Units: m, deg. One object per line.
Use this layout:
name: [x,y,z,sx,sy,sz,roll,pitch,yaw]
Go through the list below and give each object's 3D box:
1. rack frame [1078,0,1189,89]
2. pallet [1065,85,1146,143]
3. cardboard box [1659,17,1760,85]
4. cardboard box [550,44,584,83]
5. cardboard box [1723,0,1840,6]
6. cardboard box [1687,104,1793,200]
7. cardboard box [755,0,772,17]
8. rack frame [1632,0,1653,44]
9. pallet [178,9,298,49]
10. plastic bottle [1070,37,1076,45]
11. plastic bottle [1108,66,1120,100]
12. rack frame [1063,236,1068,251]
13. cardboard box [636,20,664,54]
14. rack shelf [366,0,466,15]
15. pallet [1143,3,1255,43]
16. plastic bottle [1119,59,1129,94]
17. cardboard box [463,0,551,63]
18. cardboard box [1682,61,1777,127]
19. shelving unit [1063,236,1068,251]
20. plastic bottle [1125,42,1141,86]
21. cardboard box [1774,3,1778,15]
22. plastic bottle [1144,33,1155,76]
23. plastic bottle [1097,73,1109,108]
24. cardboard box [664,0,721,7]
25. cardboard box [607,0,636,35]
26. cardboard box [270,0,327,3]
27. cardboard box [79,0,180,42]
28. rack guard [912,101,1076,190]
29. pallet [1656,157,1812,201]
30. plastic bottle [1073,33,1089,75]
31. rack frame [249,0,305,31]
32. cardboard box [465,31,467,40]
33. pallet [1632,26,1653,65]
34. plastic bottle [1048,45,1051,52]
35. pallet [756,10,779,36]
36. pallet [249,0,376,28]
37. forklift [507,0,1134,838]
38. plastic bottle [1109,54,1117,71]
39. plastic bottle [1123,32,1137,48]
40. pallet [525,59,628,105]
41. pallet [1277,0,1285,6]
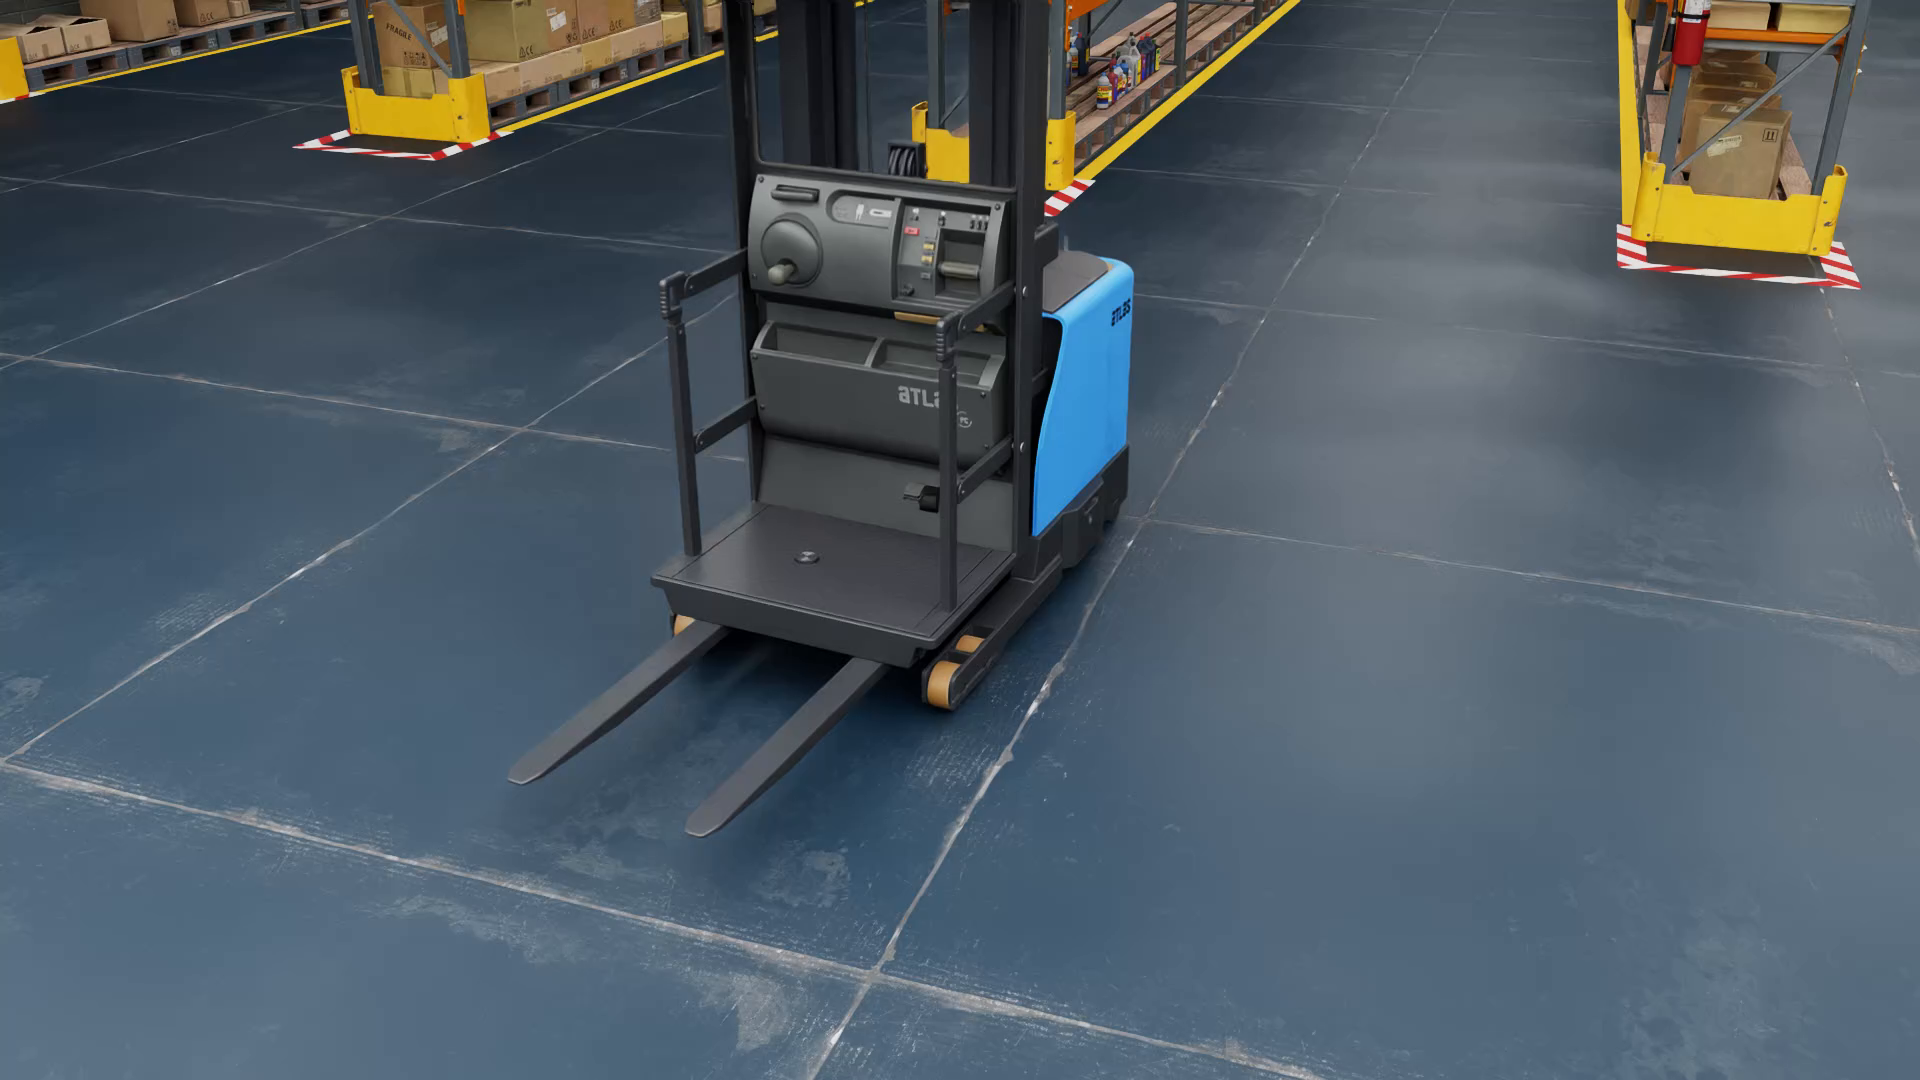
rack frame: [1.590,-5.610,14.896,1.000,3.000,0.127,9,27,17]
pallet: [0.923,-3.582,13.907,1.003,0.211,1.213,9,27,17]
cardboard box: [6.486,-4.214,14.376,0.700,0.500,0.500,7,27,13]
cardboard box: [-3.693,-4.238,14.733,0.500,0.250,0.500,9,27,17]
cardboard box: [5.139,-3.649,10.389,0.875,0.500,0.500,9,27,17]
cardboard box: [5.154,-2.567,10.995,0.500,0.500,0.500,14,29,27]
cardboard box: [-2.370,-5.835,18.032,0.500,0.250,0.500,8,27,16]
rack frame: [7.592,-6.536,16.807,1.000,3.000,0.127,9,27,17]
pallet: [-7.942,-5.511,17.890,1.003,0.211,1.213,9,27,17]
plastic bottle: [0.989,-4.378,14.971,0.152,0.276,0.135,10,27,19]
plastic bottle: [1.271,-3.777,13.736,0.097,0.271,0.097,0,26,0]
rack frame: [0.361,-0.817,7.233,0.200,1.050,0.008,11,28,22]
cardboard box: [-3.203,-4.855,16.010,0.500,0.250,0.500,9,27,17]
rack shelf: [-3.745,-5.185,14.842,1.077,0.370,4.000,9,27,17]
pallet: [2.627,-5.686,18.252,1.003,0.211,1.213,9,27,17]
plastic bottle: [1.371,-3.902,13.993,0.097,0.271,0.097,0,26,0]
cardboard box: [-3.858,-4.369,14.145,0.500,0.500,0.500,9,27,17]
cardboard box: [5.774,-3.295,12.499,0.500,0.500,0.500,6,27,13]
shelving unit: [0.310,-0.769,7.134,0.215,1.050,0.252,11,28,22]
plastic bottle: [1.477,-4.098,14.307,0.144,0.351,0.185,9,27,17]
cardboard box: [5.448,-3.418,10.656,0.380,0.149,0.250,9,27,17]
plastic bottle: [1.648,-4.310,14.744,0.144,0.351,0.185,8,27,16]
plastic bottle: [1.156,-3.637,13.445,0.097,0.271,0.097,0,26,0]
cardboard box: [-2.707,-5.668,17.044,0.500,0.311,0.500,9,27,18]
cardboard box: [-3.368,-4.987,15.421,0.500,0.500,0.500,9,27,17]
cardboard box: [-7.523,-6.425,18.941,0.700,0.500,0.500,10,27,19]
cardboard box: [-8.287,-5.276,16.569,0.700,0.500,0.500,7,27,14]
rack guard: [0.240,-2.880,12.124,1.175,0.500,0.348,9,27,17]
pallet: [5.259,-2.353,11.368,1.003,0.211,1.213,9,27,17]
plastic bottle: [1.066,-4.324,14.773,0.144,0.351,0.185,9,27,17]
rack frame: [-7.752,-7.047,17.863,1.000,3.000,0.127,9,27,17]
cardboard box: [-4.194,-4.652,14.729,0.500,0.500,0.500,9,27,17]
pallet: [7.331,-4.960,16.752,1.003,0.211,1.213,9,27,17]
plastic bottle: [0.773,-4.175,14.543,0.061,0.283,0.133,10,28,20]
pallet: [-2.467,-5.887,18.666,1.003,0.211,1.213,9,27,17]
pallet: [-7.494,-6.112,19.132,1.003,0.211,1.213,9,27,17]
forklift: [-0.376,-0.964,5.378,1.130,2.935,3.031,11,28,22]
plastic bottle: [1.318,-4.017,14.216,0.061,0.283,0.133,9,27,17]
plastic bottle: [1.512,-4.331,14.787,0.144,0.351,0.185,9,27,17]
pallet: [-3.788,-4.252,15.289,1.003,0.211,1.213,9,27,17]
pallet: [3.552,-6.829,20.612,1.003,0.211,1.213,9,27,17]
